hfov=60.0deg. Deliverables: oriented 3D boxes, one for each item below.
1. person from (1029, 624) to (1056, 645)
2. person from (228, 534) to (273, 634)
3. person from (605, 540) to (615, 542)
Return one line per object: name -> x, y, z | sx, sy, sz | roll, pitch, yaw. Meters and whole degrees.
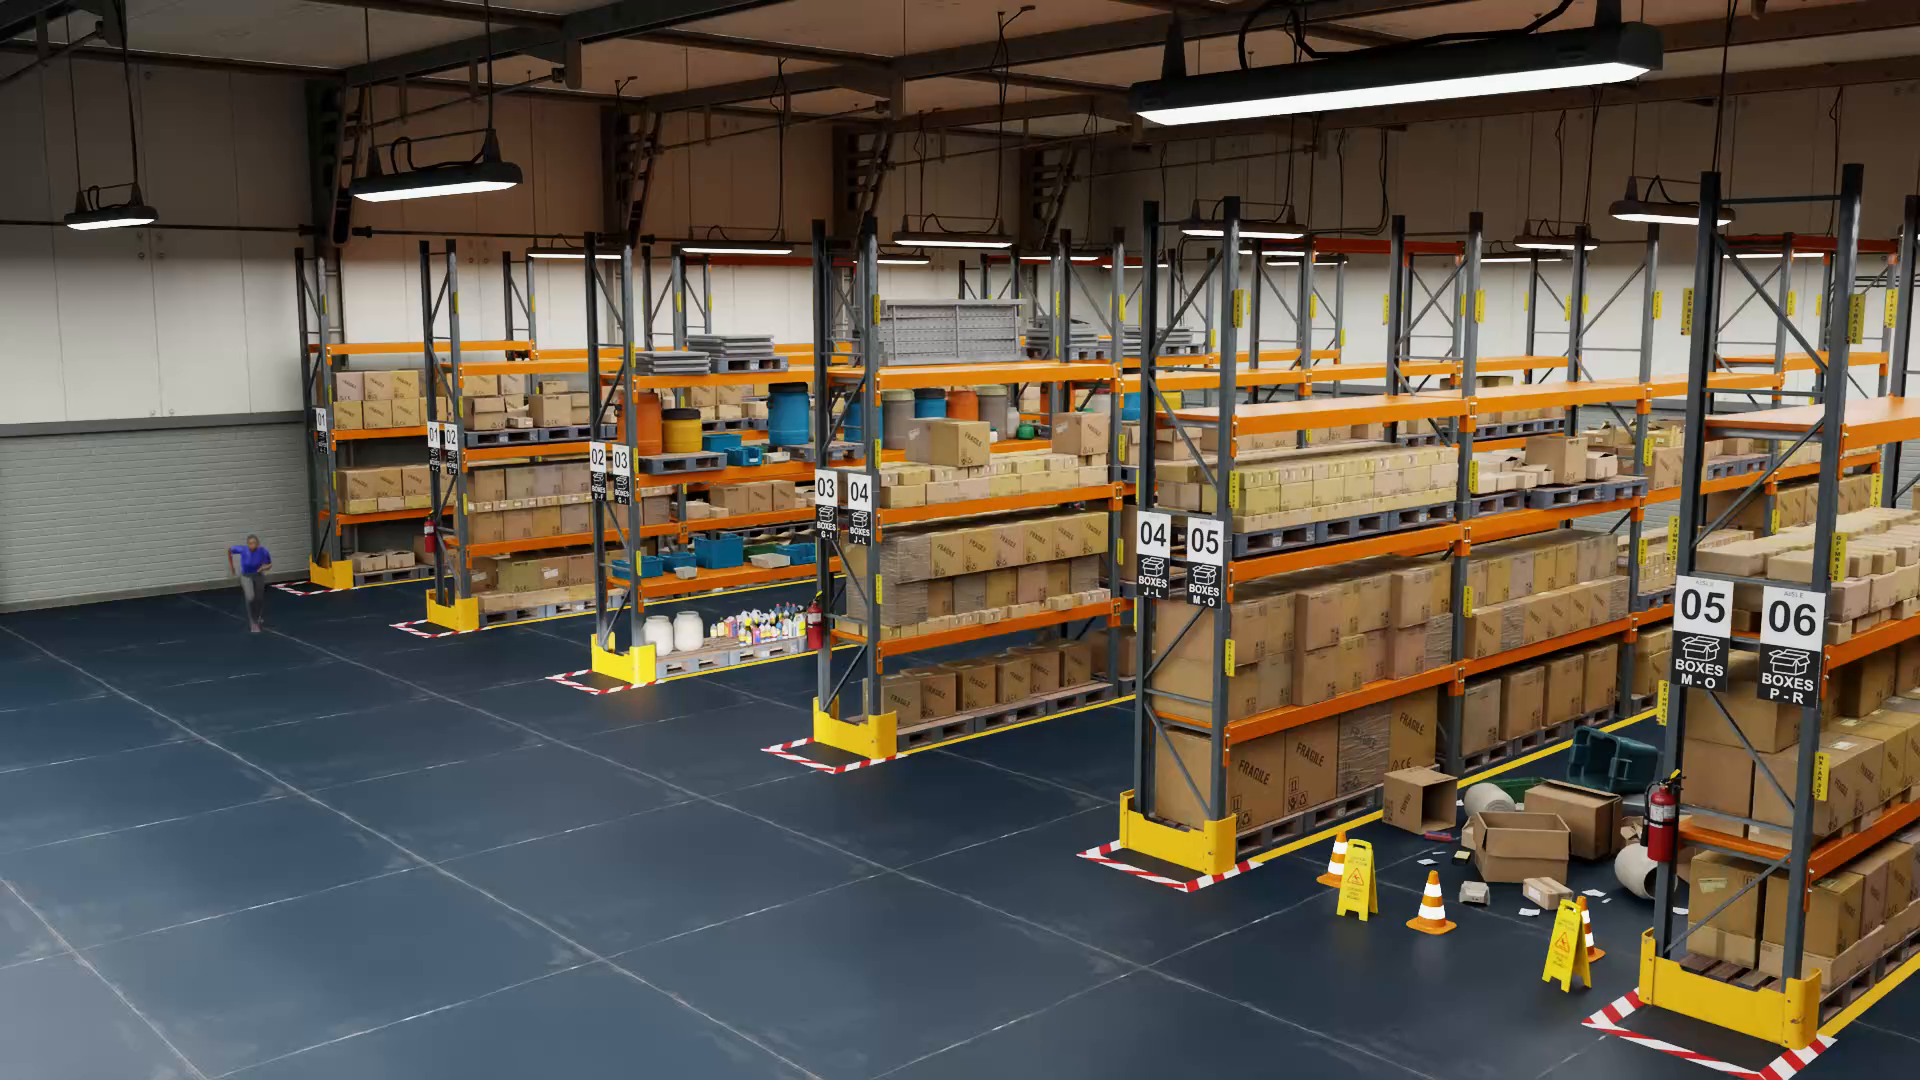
person -> 1.001, 0.732, 23.178 | 0.780, 1.571, 0.695 | -6, 10, -34
person -> -10.975, 0.670, 25.757 | 0.618, 1.582, 0.962 | -4, 9, -26
person -> -6.342, -0.071, 30.217 | 0.643, 1.715, 0.863 | 6, 10, 34
